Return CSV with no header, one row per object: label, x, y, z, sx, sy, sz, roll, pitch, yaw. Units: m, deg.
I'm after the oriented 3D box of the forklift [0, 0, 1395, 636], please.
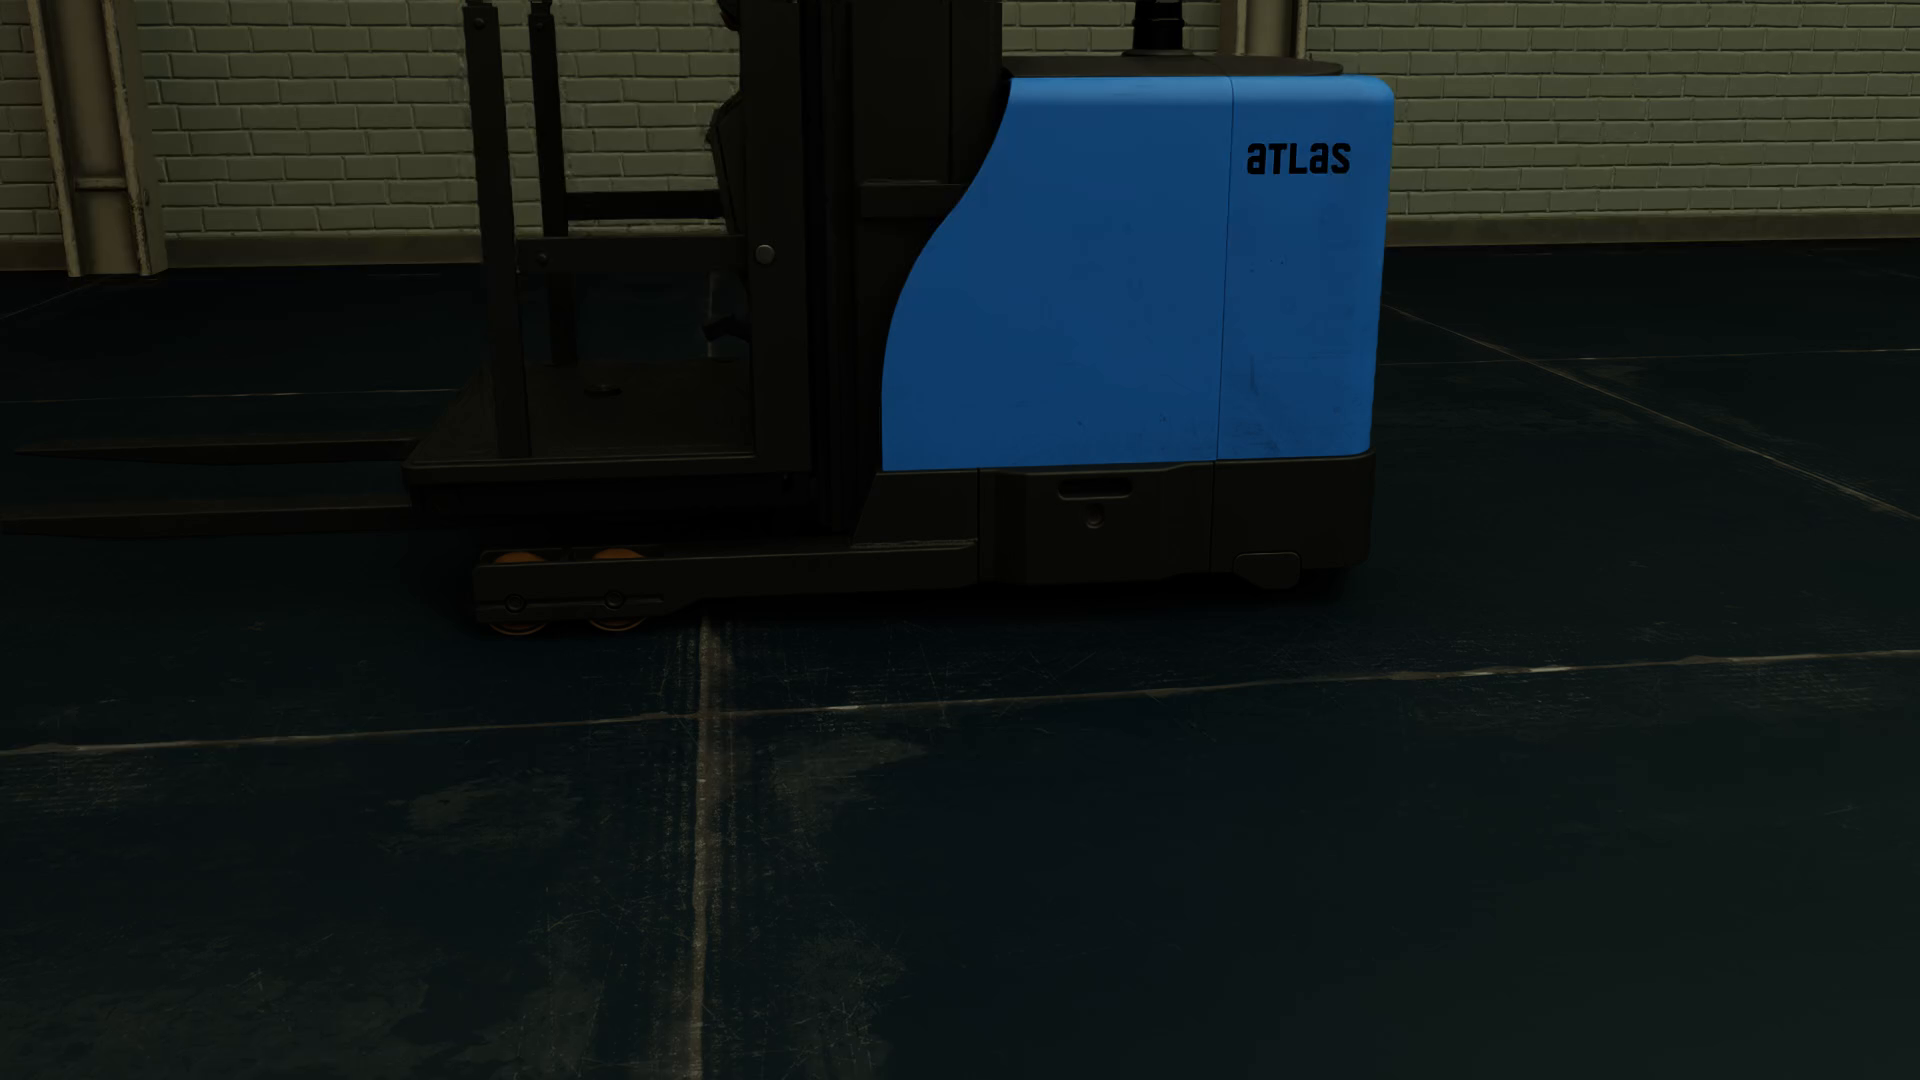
forklift,-0.671,-1.373,3.441,3.031,2.935,1.130,-2,17,-7
